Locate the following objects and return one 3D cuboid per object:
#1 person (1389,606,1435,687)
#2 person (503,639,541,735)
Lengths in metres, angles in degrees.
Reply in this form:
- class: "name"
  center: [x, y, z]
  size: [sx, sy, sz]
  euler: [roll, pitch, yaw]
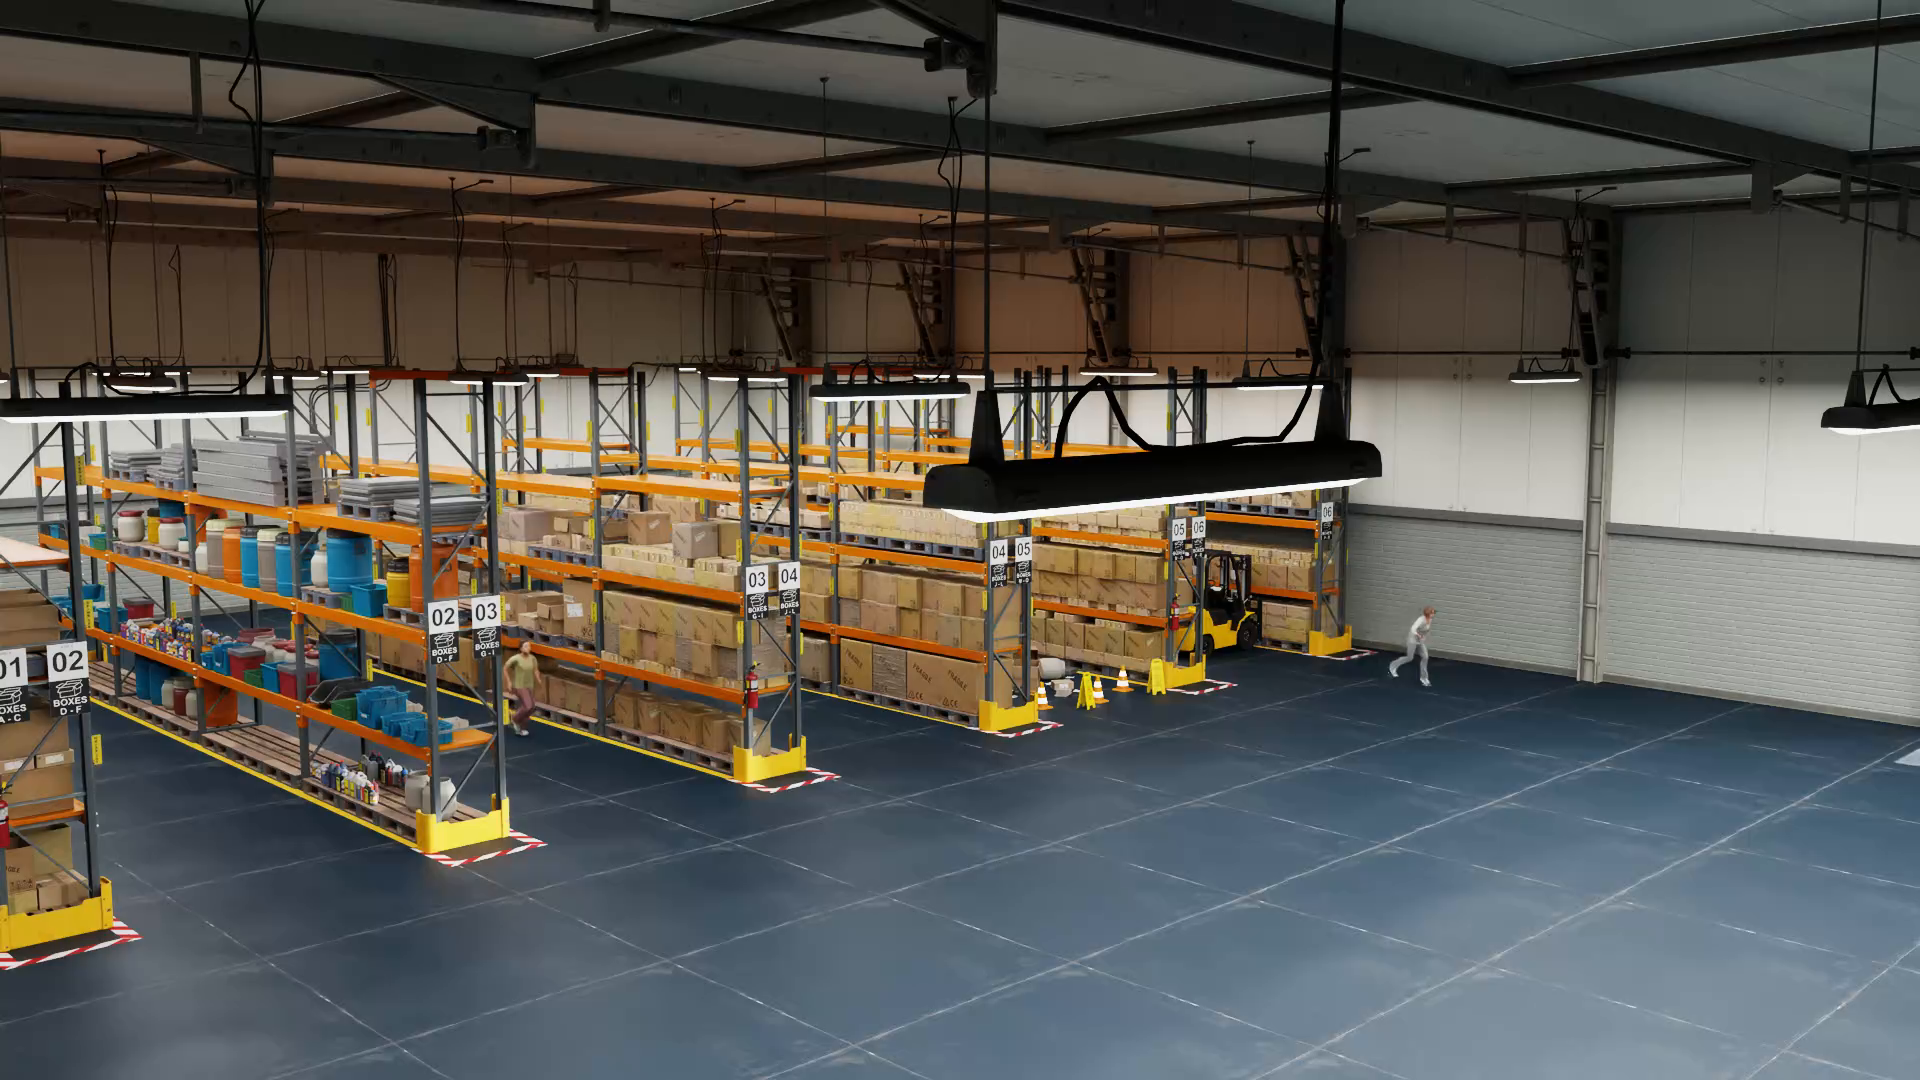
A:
- class: "person"
  center: [8.677, 2.001, 31.878]
  size: [0.889, 1.546, 0.575]
  euler: [6, 9, 41]
- class: "person"
  center: [-7.158, 2.432, 27.371]
  size: [0.616, 1.617, 0.566]
  euler: [5, 8, 39]
